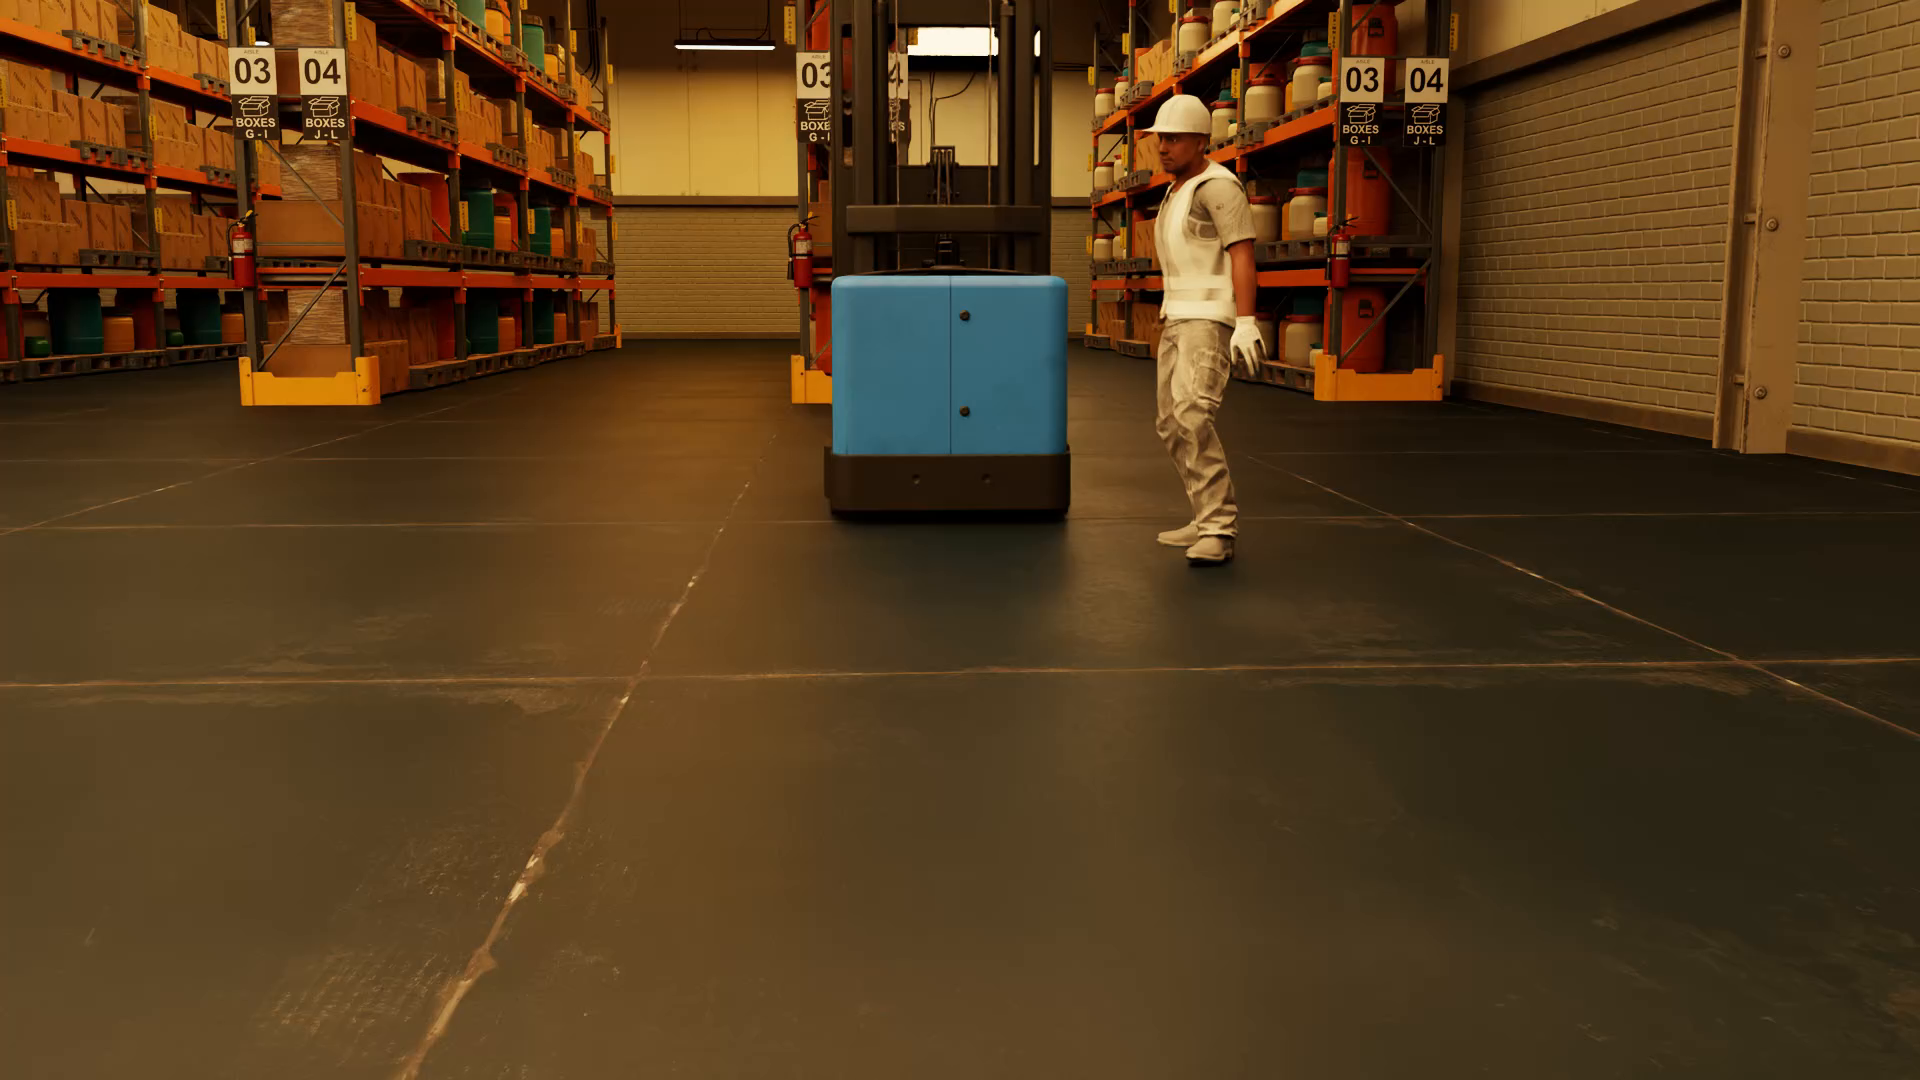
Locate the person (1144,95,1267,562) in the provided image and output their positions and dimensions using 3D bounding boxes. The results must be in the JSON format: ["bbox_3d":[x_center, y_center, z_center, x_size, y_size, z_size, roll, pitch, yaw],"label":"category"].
[{"bbox_3d":[0.904,-0.823,6.444,0.440,1.746,0.887,-2,9,-11],"label":"person"}]

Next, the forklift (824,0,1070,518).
[{"bbox_3d":[-0.104,-1.729,8.476,1.130,2.935,3.031,0,8,-2],"label":"forklift"}]
